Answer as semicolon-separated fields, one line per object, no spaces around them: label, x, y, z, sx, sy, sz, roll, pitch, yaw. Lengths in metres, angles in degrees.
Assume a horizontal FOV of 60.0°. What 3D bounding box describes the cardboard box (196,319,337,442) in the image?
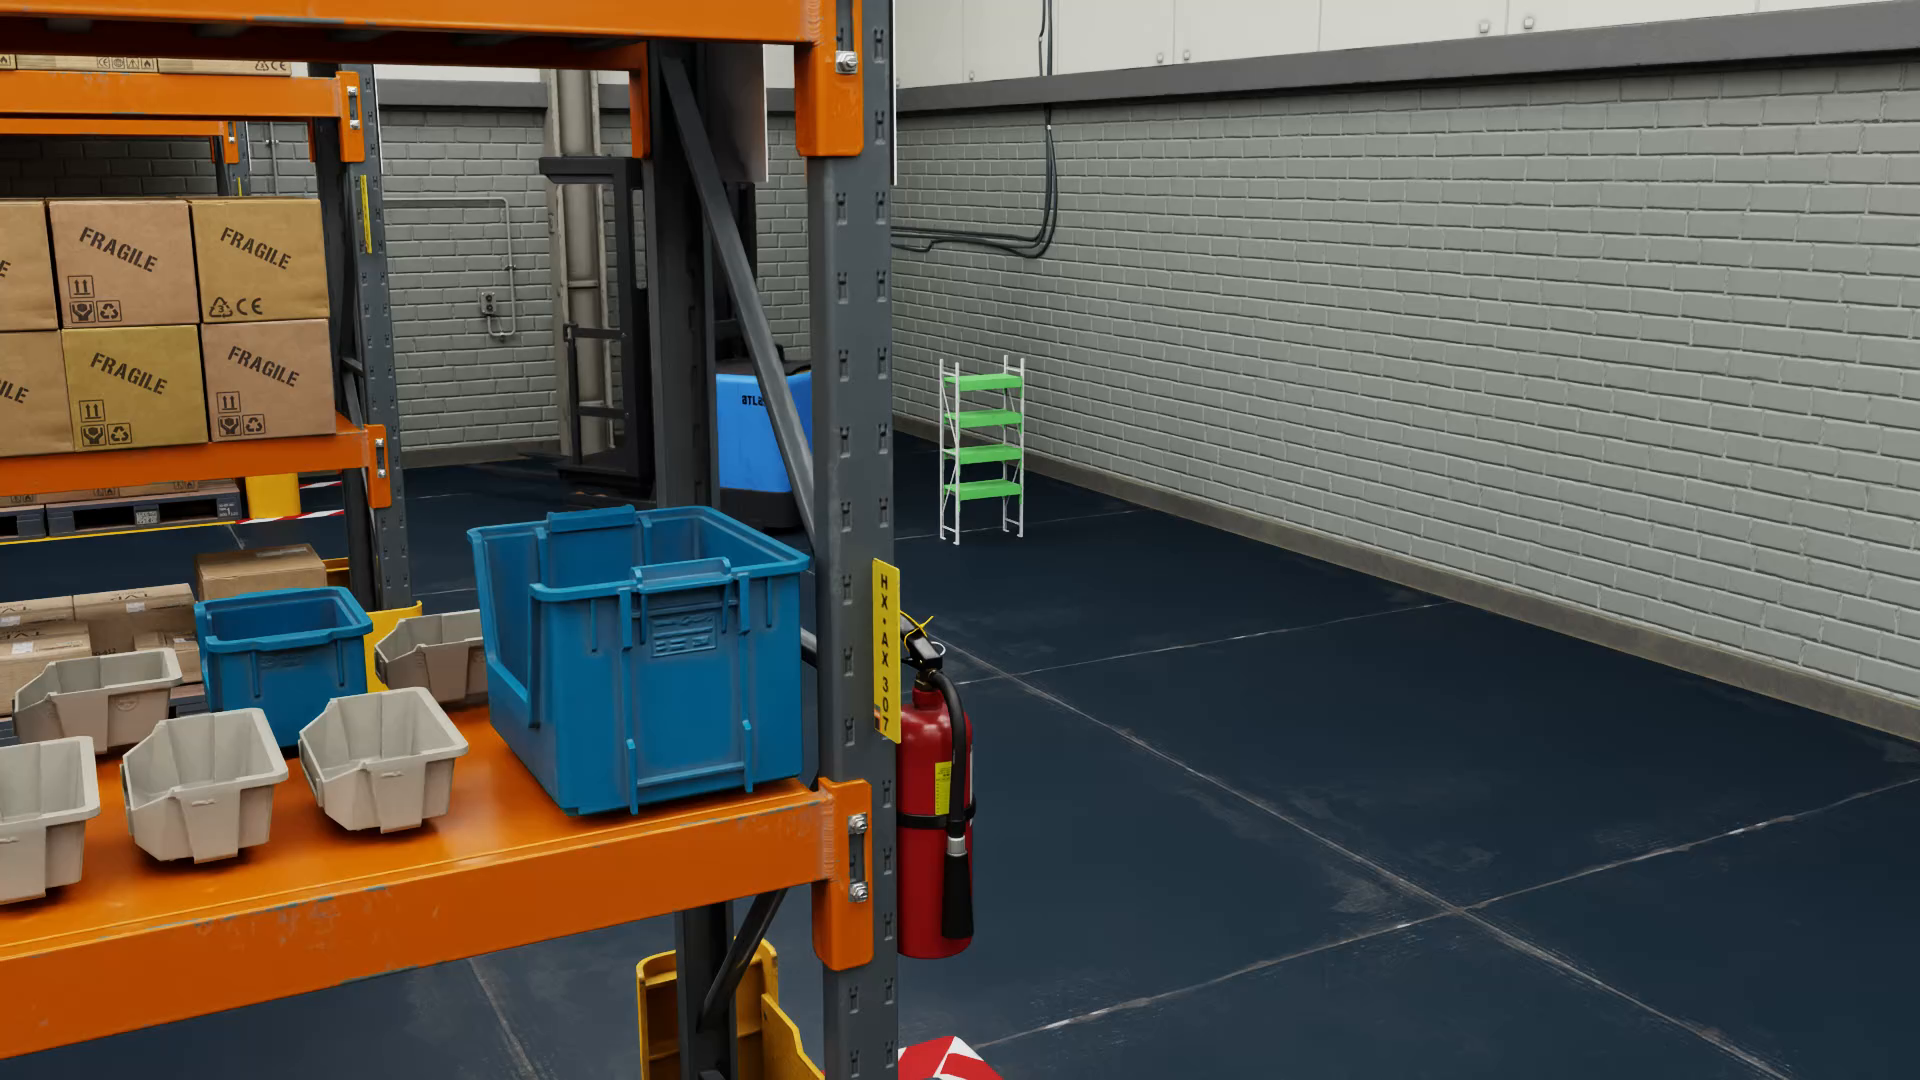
cardboard box;-3.043;-0.728;7.284;0.500;0.500;0.500;-6;14;-26

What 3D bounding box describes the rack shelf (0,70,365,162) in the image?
rack shelf;-4.536;-1.681;6.552;4.000;0.370;1.077;-7;14;-28

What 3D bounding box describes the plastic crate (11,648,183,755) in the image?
plastic crate;-1.702;0.327;3.286;0.298;0.136;0.250;-7;14;-28

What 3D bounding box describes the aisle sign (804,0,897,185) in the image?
aisle sign;-0.207;-1.043;2.991;0.004;0.787;0.394;-7;14;-28

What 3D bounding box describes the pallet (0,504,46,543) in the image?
pallet;-6.891;-0.146;11.276;1.213;0.211;1.003;-7;14;-28

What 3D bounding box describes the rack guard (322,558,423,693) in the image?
rack guard;-2.847;0.449;7.976;0.348;0.500;1.175;-7;14;-28

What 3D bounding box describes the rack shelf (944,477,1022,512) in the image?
rack shelf;0.145;-0.306;11.122;0.480;0.148;0.258;-7;14;-28

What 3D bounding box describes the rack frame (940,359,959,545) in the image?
rack frame;-0.069;-0.577;10.941;0.015;1.200;0.240;-7;14;-28

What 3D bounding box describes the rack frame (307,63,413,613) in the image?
rack frame;-2.781;-0.779;7.737;0.127;3.000;1.000;-7;14;-28

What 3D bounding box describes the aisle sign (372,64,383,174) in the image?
aisle sign;-2.574;-1.995;7.221;0.004;0.787;0.394;-7;14;-28

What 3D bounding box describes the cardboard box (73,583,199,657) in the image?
cardboard box;-3.833;0.403;7.746;0.500;0.250;0.500;-7;14;-28

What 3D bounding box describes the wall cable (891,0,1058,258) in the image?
wall cable;-0.022;-3.671;13.997;0.112;2.526;3.097;-7;14;-28

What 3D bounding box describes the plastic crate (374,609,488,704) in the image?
plastic crate;-1.106;0.256;3.604;0.298;0.136;0.250;-7;14;-28

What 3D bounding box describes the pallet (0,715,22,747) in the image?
pallet;-4.616;0.801;7.068;1.213;0.211;1.003;-7;14;-28

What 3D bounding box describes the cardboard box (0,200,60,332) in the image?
cardboard box;-3.935;-1.107;6.690;0.500;0.500;0.500;-6;14;-26

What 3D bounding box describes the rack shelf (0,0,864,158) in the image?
rack shelf;-2.166;-0.726;2.308;4.000;0.370;1.077;-7;14;-28

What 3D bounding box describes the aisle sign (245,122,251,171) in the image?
aisle sign;-4.951;-2.951;11.469;0.004;0.787;0.394;-7;14;-28

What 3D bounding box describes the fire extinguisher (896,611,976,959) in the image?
fire extinguisher;-0.060;0.468;3.225;0.183;0.674;0.296;-7;14;-28

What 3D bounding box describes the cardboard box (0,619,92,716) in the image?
cardboard box;-3.988;0.547;7.107;0.500;0.250;0.500;-7;14;-28

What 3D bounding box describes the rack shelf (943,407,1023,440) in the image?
rack shelf;0.145;-0.775;11.016;0.480;0.148;0.258;-7;14;-28

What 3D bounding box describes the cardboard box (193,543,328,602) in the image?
cardboard box;-3.140;0.331;7.498;0.500;0.500;0.500;-7;14;-28

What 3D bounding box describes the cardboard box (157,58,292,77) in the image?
cardboard box;-3.105;-2.064;6.958;0.500;0.250;0.500;-7;14;-28

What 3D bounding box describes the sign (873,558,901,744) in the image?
sign;-0.133;0.201;3.012;0.005;0.325;0.100;-7;14;-28

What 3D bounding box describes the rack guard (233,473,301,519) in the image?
rack guard;-5.136;-0.516;12.263;0.348;0.500;1.175;-7;14;-28

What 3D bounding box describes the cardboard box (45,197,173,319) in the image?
cardboard box;-3.752;-1.263;7.384;0.500;0.500;0.500;-7;14;-27

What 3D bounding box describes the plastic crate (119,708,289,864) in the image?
plastic crate;-1.301;0.424;2.857;0.243;0.136;0.396;-7;14;-28

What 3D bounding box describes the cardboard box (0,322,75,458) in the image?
cardboard box;-3.938;-0.621;6.810;0.500;0.500;0.500;-7;14;-27

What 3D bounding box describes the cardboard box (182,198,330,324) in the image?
cardboard box;-3.040;-1.215;7.173;0.500;0.500;0.500;-7;14;-28

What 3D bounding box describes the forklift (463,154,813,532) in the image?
forklift;-2.263;-1.686;11.923;3.031;2.935;1.130;6;14;27

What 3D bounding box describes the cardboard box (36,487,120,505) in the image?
cardboard box;-6.163;-0.573;11.559;0.500;0.500;0.700;-7;14;-28

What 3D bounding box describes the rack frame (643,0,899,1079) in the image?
rack frame;-0.409;0.177;3.491;0.053;2.616;0.949;-7;14;-28

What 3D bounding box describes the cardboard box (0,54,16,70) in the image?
cardboard box;-3.982;-1.958;6.489;0.500;0.250;0.500;-7;14;-28

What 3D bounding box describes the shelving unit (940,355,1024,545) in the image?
shelving unit;0.145;-0.603;11.055;0.503;1.200;0.258;-7;14;-28
